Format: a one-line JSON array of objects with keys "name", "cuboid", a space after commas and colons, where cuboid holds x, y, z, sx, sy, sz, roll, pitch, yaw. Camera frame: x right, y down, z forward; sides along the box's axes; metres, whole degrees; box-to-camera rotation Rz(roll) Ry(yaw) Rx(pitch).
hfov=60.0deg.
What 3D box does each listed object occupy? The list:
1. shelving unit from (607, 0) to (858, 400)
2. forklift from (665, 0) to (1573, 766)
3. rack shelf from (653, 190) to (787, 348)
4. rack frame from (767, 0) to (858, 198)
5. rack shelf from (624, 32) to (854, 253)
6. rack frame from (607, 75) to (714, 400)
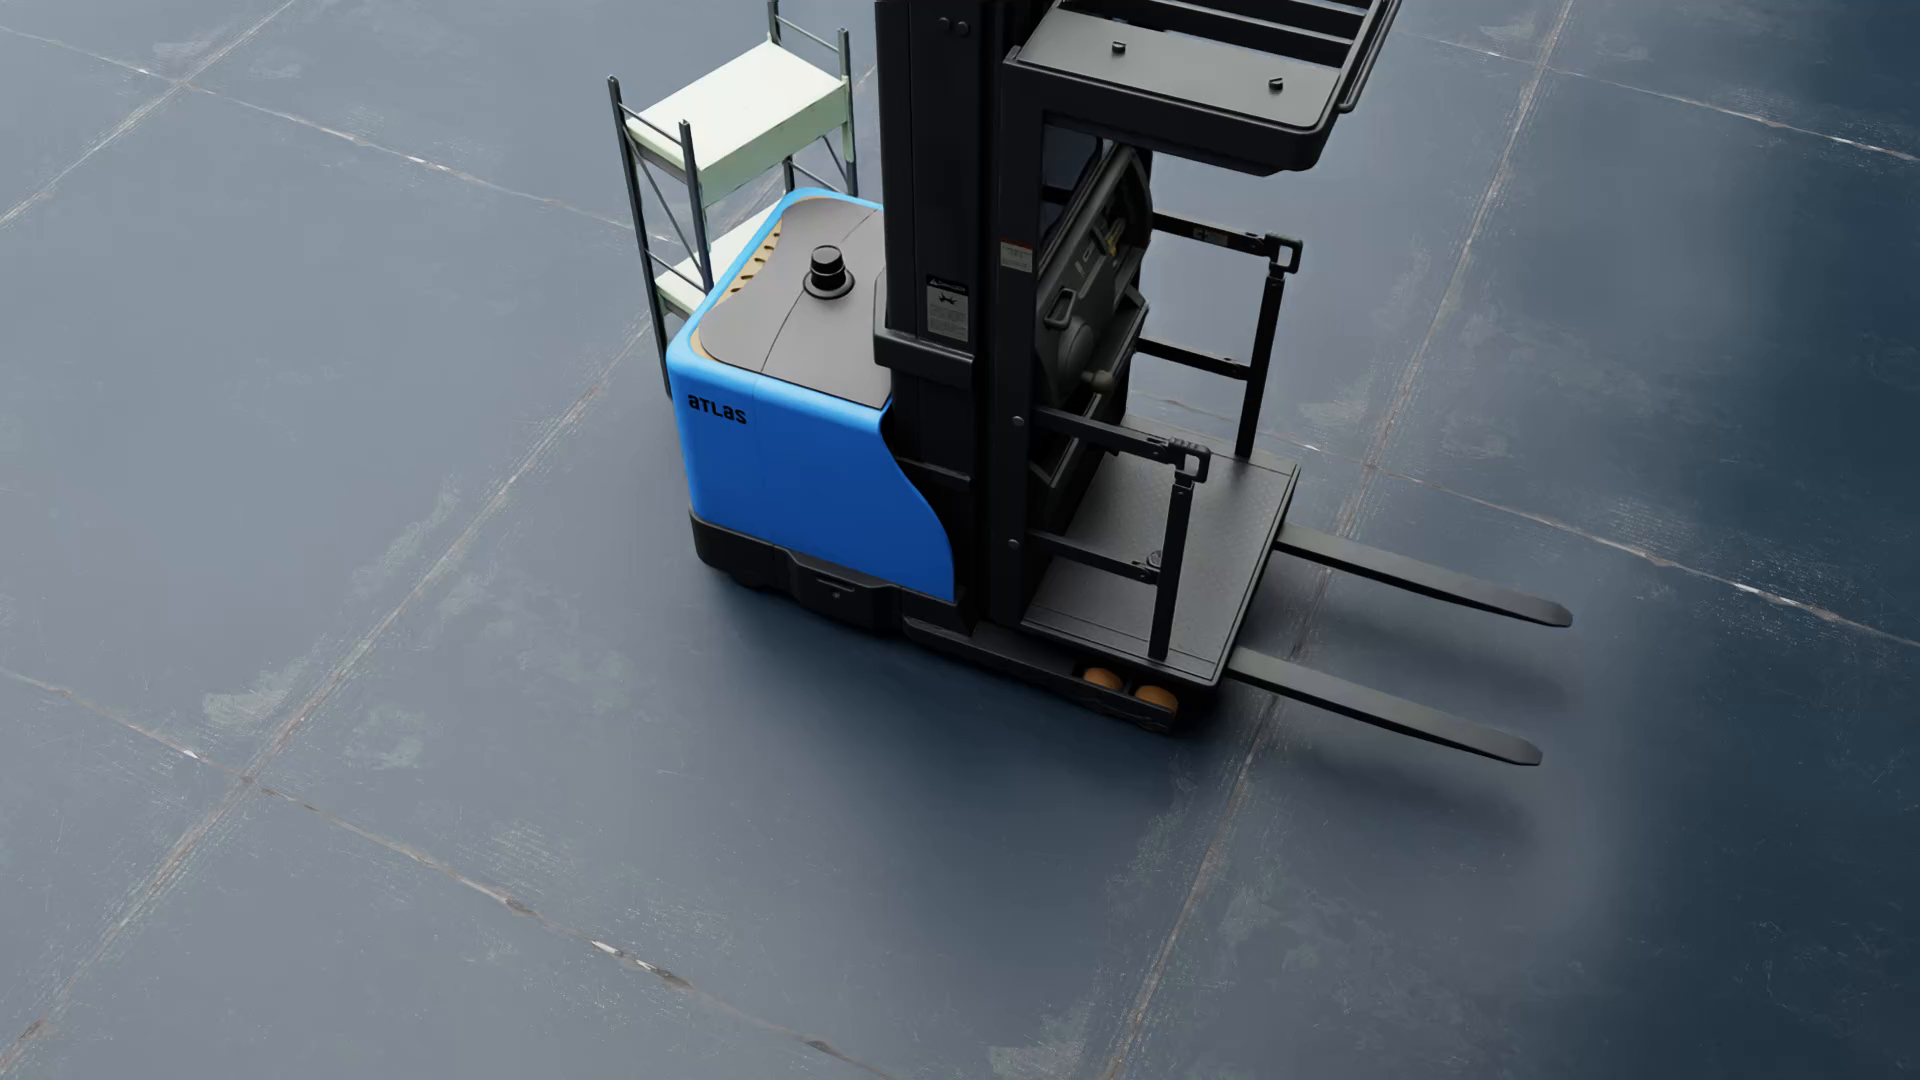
[{"name": "shelving unit", "cuboid": [-0.790, -1.182, 6.271, 0.431, 1.500, 0.755, 35, 58, 26]}, {"name": "forklift", "cuboid": [0.593, -0.761, 4.973, 3.031, 2.935, 1.130, 18, 52, 14]}, {"name": "rack shelf", "cuboid": [-0.790, -0.971, 6.519, 0.431, 0.370, 0.720, 35, 58, 26]}, {"name": "rack frame", "cuboid": [-0.542, -1.387, 6.446, 0.400, 1.500, 0.023, 35, 58, 26]}, {"name": "rack shelf", "cuboid": [-0.790, -1.435, 5.974, 0.431, 0.370, 0.720, 35, 58, 26]}, {"name": "rack frame", "cuboid": [-1.038, -0.977, 6.097, 0.400, 1.500, 0.023, 35, 58, 26]}]
